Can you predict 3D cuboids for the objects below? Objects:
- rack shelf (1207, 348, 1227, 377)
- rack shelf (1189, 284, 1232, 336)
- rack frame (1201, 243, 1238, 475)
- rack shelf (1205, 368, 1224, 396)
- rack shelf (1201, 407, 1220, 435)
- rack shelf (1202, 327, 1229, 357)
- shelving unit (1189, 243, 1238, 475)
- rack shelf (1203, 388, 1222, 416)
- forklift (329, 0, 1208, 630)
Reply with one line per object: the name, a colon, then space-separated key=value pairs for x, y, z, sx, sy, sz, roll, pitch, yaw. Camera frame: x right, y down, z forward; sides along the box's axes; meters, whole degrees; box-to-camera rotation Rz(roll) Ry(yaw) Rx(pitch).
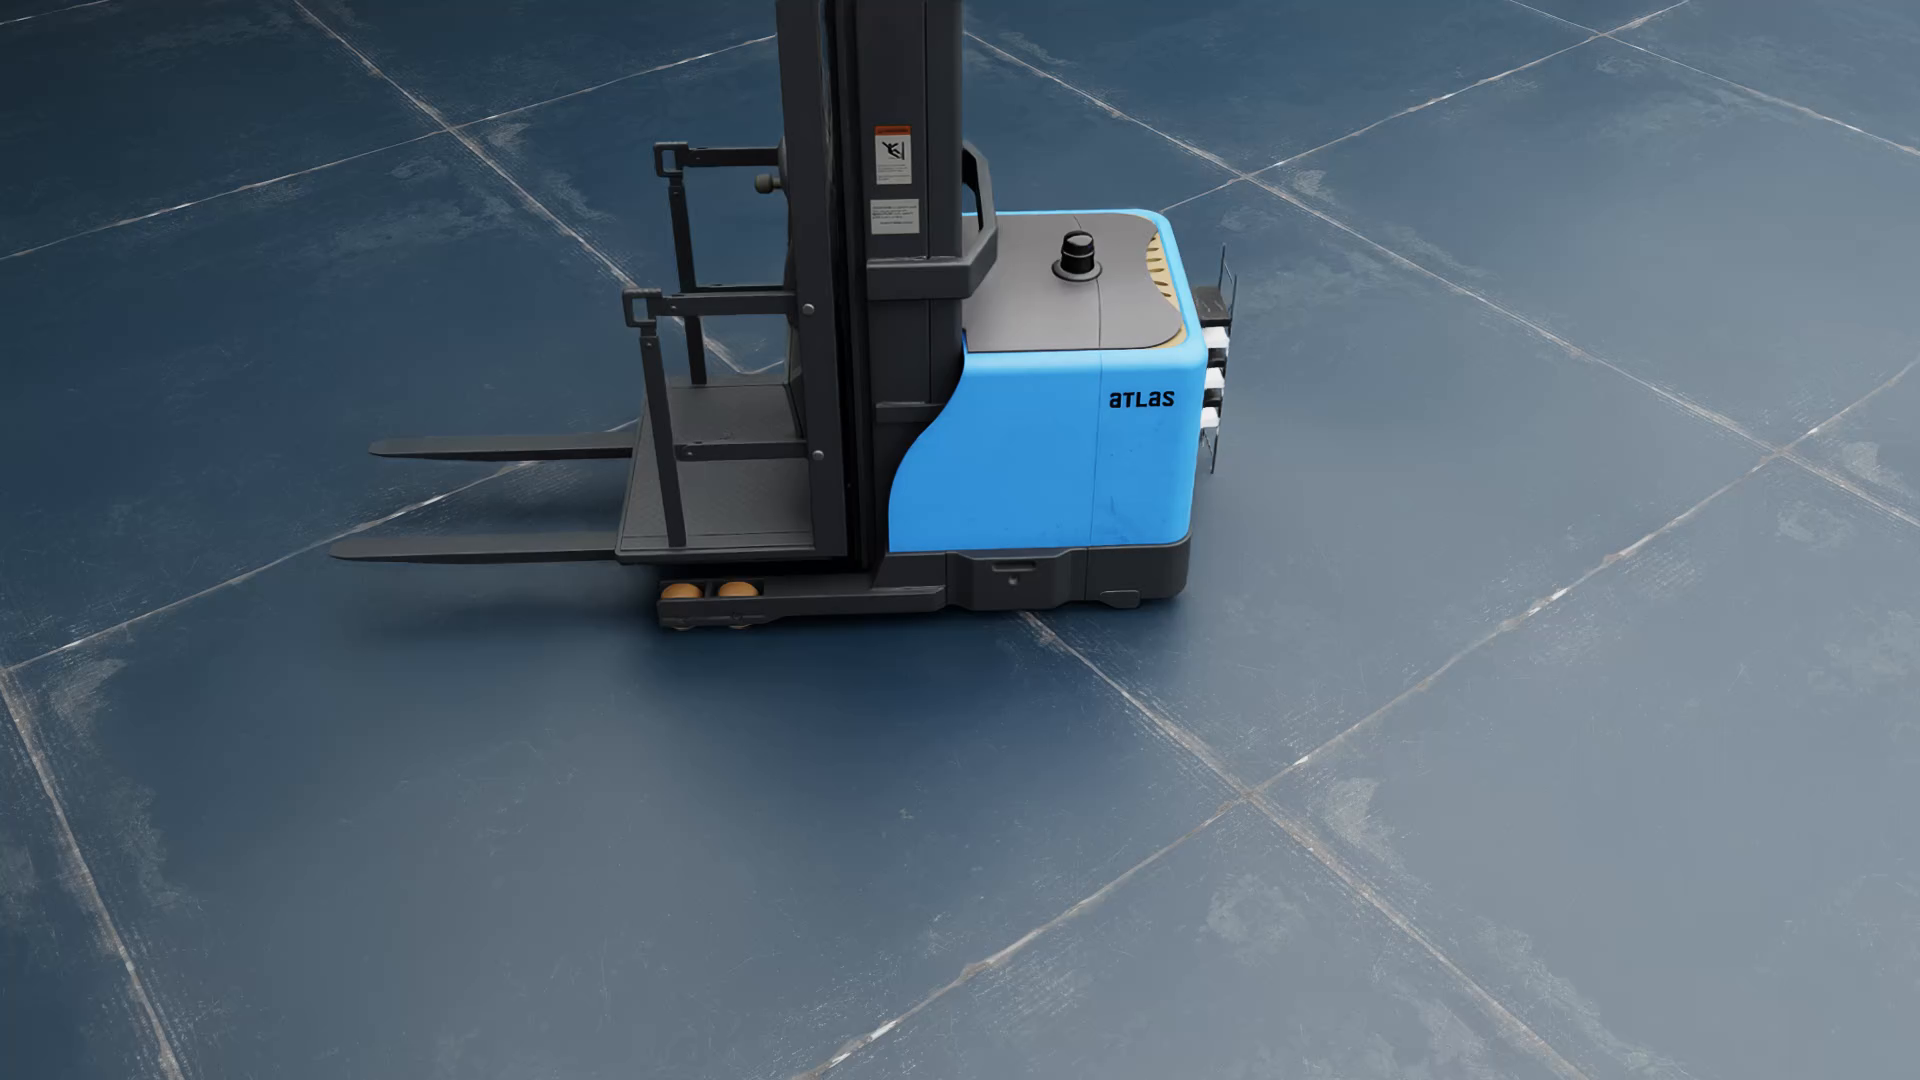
rack shelf: x=0.888 y=-0.718 z=6.326 sx=0.200 sy=0.077 sz=0.258 roll=-3 pitch=39 yaw=-3
rack shelf: x=0.888 y=-0.857 z=6.212 sx=0.200 sy=0.077 sz=0.258 roll=-3 pitch=39 yaw=-3
rack frame: x=0.990 y=-0.679 z=6.368 sx=0.006 sy=0.900 sz=0.240 roll=-3 pitch=39 yaw=-3
rack shelf: x=0.888 y=-0.648 z=6.383 sx=0.200 sy=0.077 sz=0.258 roll=-3 pitch=39 yaw=-3
rack shelf: x=0.888 y=-0.509 z=6.498 sx=0.200 sy=0.077 sz=0.258 roll=-3 pitch=39 yaw=-3
rack shelf: x=0.888 y=-0.788 z=6.269 sx=0.200 sy=0.077 sz=0.258 roll=-3 pitch=39 yaw=-3
shelving unit: x=0.888 y=-0.674 z=6.362 sx=0.210 sy=0.900 sz=0.258 roll=-3 pitch=39 yaw=-3
rack shelf: x=0.888 y=-0.579 z=6.440 sx=0.200 sy=0.077 sz=0.258 roll=-3 pitch=39 yaw=-3
forklift: x=-0.719 y=-1.162 z=5.355 sx=3.031 sy=2.935 sz=1.130 roll=-2 pitch=39 yaw=-2
